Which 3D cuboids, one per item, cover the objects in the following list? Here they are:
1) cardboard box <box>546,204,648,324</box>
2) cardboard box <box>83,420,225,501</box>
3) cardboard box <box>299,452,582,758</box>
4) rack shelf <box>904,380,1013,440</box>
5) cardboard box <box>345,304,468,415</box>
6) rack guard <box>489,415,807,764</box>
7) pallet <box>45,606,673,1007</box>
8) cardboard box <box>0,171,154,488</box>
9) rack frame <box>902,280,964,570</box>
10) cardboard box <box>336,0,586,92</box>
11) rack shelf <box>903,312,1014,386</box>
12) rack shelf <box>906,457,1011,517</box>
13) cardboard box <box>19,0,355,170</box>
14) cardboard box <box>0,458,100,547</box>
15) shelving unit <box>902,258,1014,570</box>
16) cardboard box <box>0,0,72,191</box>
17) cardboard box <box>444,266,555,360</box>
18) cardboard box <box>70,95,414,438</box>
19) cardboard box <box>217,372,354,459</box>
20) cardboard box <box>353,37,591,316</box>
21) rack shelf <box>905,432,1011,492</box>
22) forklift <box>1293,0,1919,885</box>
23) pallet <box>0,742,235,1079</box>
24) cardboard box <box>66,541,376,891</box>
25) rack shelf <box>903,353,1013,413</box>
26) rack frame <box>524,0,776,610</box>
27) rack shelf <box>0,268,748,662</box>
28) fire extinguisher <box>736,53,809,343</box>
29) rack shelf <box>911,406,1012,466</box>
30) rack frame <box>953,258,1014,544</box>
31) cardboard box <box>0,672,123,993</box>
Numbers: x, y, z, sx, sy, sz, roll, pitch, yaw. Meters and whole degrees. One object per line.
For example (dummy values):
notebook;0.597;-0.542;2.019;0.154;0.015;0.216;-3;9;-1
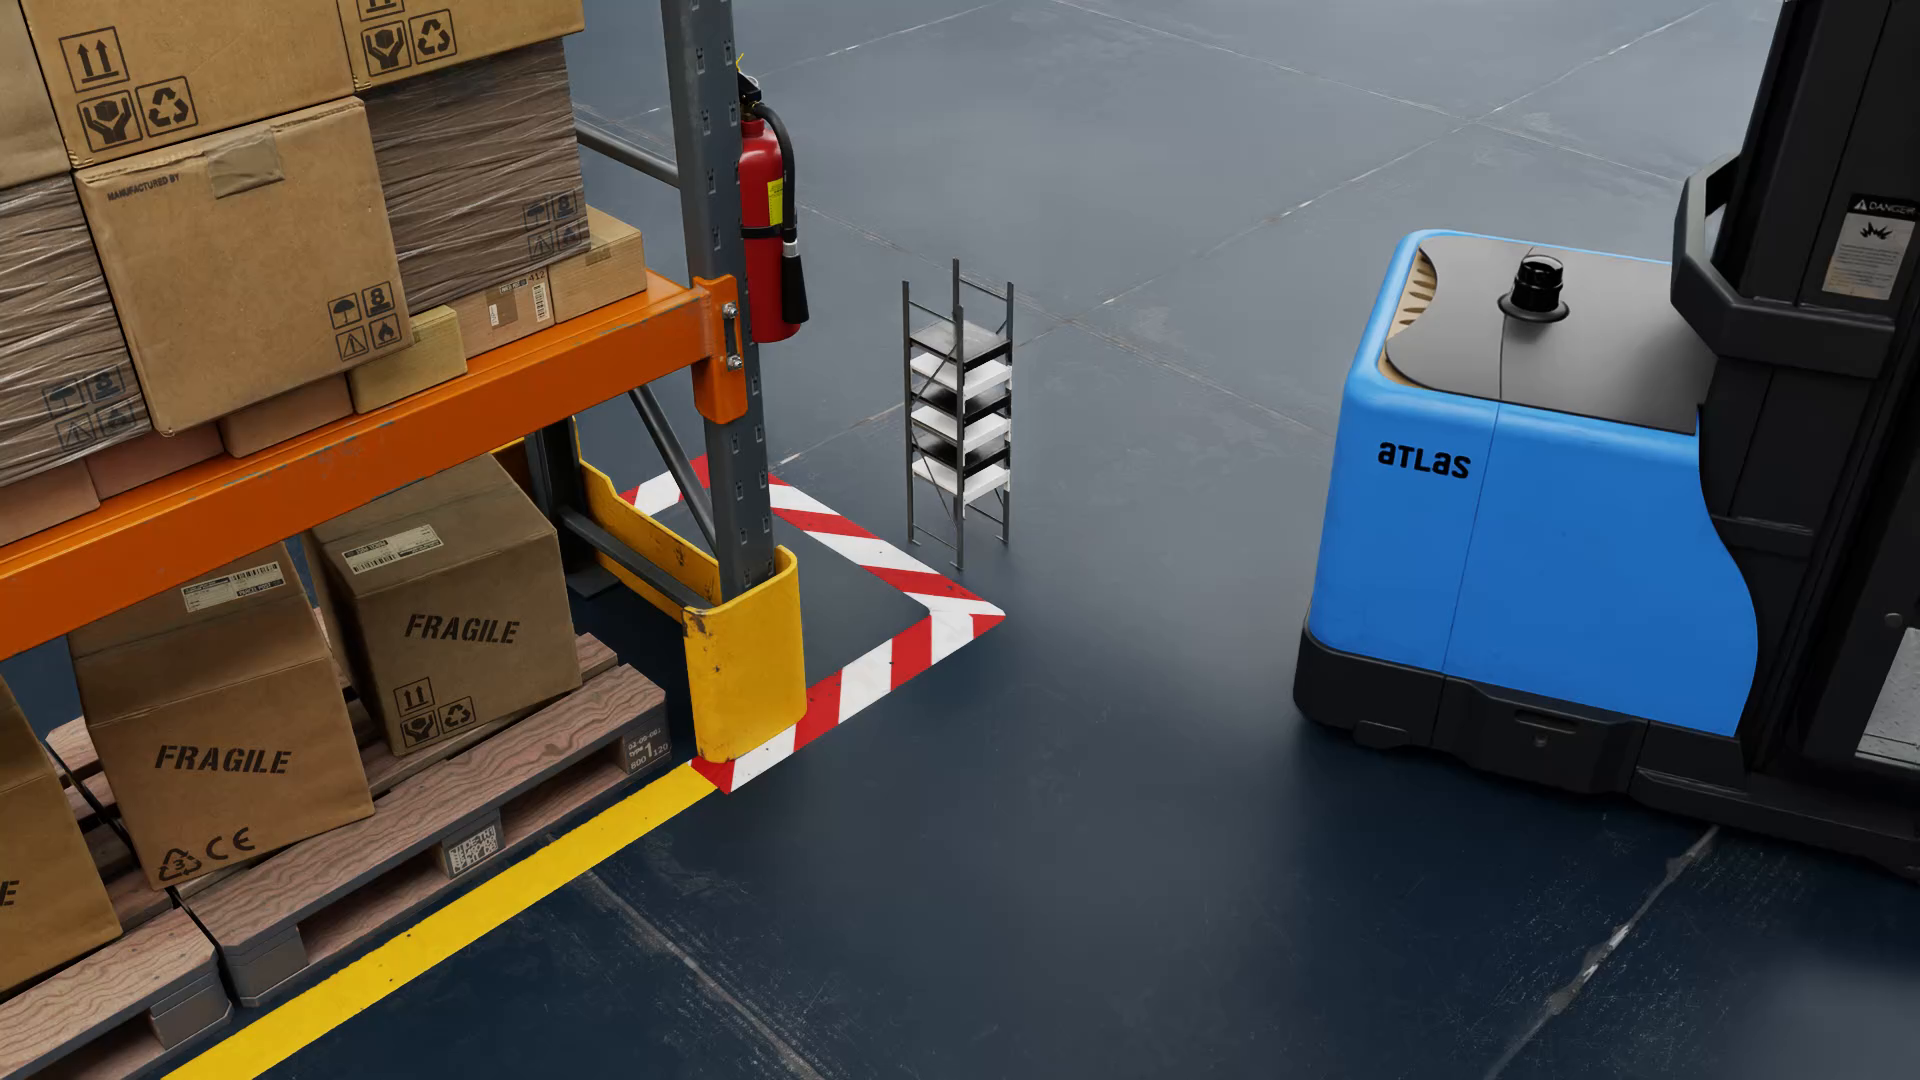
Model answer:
cardboard box;-0.930;-0.657;3.790;0.380;0.149;0.250;30;45;35
cardboard box;-1.639;-0.254;3.212;0.380;0.149;0.250;30;45;35
cardboard box;-1.328;0.140;4.245;0.500;0.500;0.500;-21;40;-28
rack shelf;-0.006;-0.412;4.955;0.258;0.077;0.200;30;45;35
cardboard box;-1.247;-0.434;3.470;0.380;0.149;0.250;30;45;35
rack guard;-0.930;0.097;4.674;1.175;0.500;0.348;30;45;35
pallet;-1.527;0.531;4.304;1.003;0.211;1.213;30;45;35
cardboard box;-1.933;-0.473;2.959;0.875;0.500;0.500;30;45;35
rack frame;-0.077;-0.325;4.929;0.240;0.900;0.006;30;45;35
cardboard box;-1.088;-1.210;3.141;0.500;0.500;0.500;30;45;35
rack shelf;-0.006;-0.560;4.852;0.258;0.077;0.200;30;45;35
rack shelf;-0.006;-0.191;5.110;0.258;0.077;0.200;30;45;35
cardboard box;-1.436;-1.004;2.846;0.500;0.500;0.500;30;45;35
cardboard box;-1.799;-0.143;3.053;0.380;0.149;0.250;30;45;35
shelving unit;-0.006;-0.366;4.988;0.258;0.900;0.210;30;45;35
cardboard box;-1.791;-0.802;2.557;0.500;0.500;0.500;30;45;35
cardboard box;-1.107;-0.556;3.645;0.380;0.149;0.250;30;45;35
cardboard box;-1.550;-0.659;3.225;0.875;0.500;0.500;30;45;35
cardboard box;-1.434;-0.339;3.333;0.380;0.149;0.250;30;45;35
cardboard box;-1.283;-0.910;3.585;0.875;0.500;0.500;30;45;35
rack shelf;-0.006;-0.265;5.058;0.258;0.077;0.200;30;45;35
forklift;2.474;-0.651;3.621;3.031;2.935;1.130;12;37;17
pallet;-2.387;1.024;3.598;1.003;0.211;1.213;30;45;35
cardboard box;-1.725;0.397;3.877;0.500;0.500;0.500;-18;39;-24
rack shelf;-0.006;-0.486;4.904;0.258;0.077;0.200;30;45;35
rack frame;-0.876;-0.959;4.003;1.000;3.000;0.127;30;45;35
rack shelf;-2.285;0.148;3.045;1.077;0.370;4.000;30;45;35
fire extinguisher;-0.468;-0.788;3.826;0.296;0.674;0.183;30;45;35
rack shelf;-0.006;-0.338;5.007;0.258;0.077;0.200;30;45;35
rack frame;0.066;-0.407;5.047;0.240;0.900;0.006;30;45;35
cardboard box;-2.179;0.643;3.523;0.500;0.500;0.500;-25;42;-32
